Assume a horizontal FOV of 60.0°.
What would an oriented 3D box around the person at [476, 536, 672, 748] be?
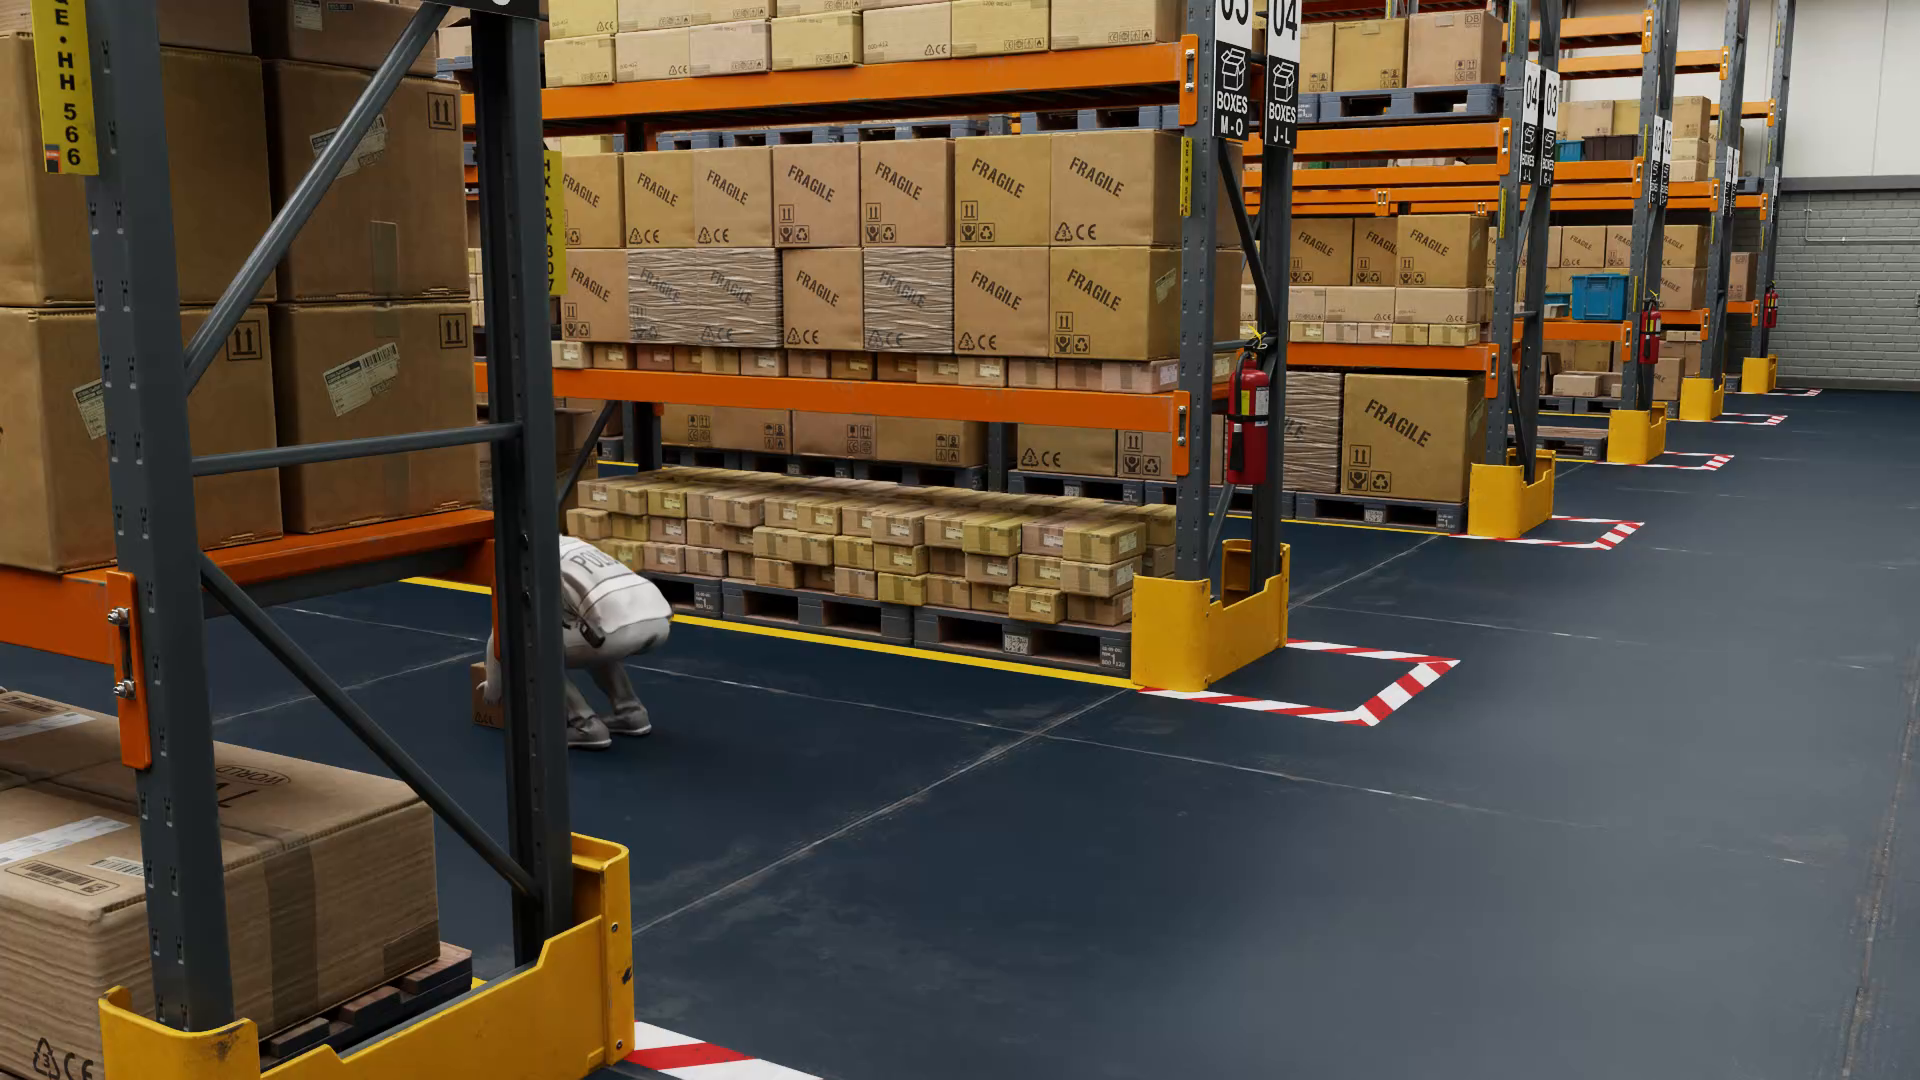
[{"bbox_3d":[-1.564,0.334,6.638,0.853,0.928,0.486,6,11,31],"label":"person"}]
